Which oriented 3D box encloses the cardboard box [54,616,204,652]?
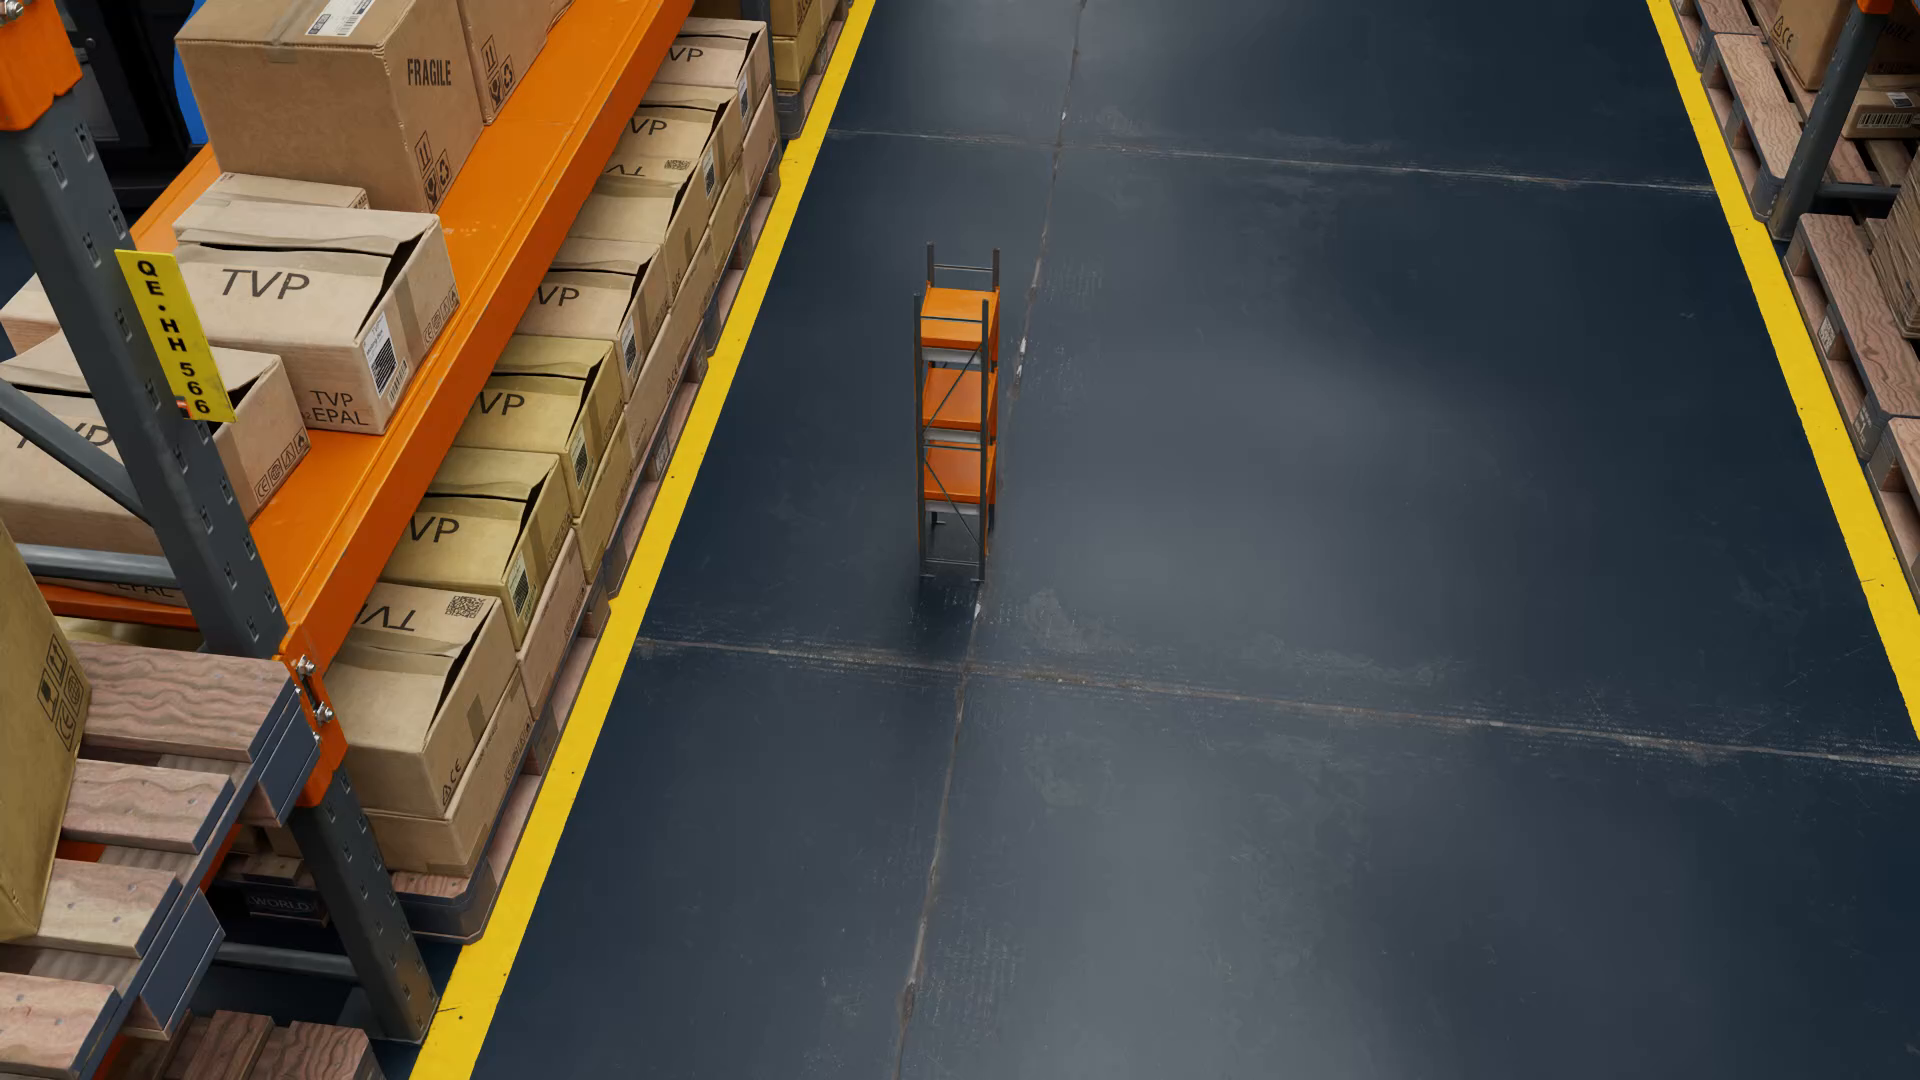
[{"bbox_3d":[-1.947,0.297,4.042,0.500,0.311,0.500,6,44,7],"label":"cardboard box"}]

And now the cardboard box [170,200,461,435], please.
[{"bbox_3d":[-1.462,-0.526,3.689,0.500,0.311,0.500,5,44,5],"label":"cardboard box"}]

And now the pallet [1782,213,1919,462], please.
[{"bbox_3d":[3.566,-0.701,5.837,1.003,0.211,1.213,5,44,6],"label":"pallet"}]

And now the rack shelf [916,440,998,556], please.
[{"bbox_3d":[-0.007,-0.135,5.049,0.215,0.259,0.240,5,44,6],"label":"rack shelf"}]

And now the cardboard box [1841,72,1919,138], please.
[{"bbox_3d":[3.709,-1.743,6.650,0.380,0.166,0.250,0,43,0],"label":"cardboard box"}]

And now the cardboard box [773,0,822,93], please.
[{"bbox_3d":[-0.881,-2.135,7.018,0.500,0.250,0.500,5,44,6],"label":"cardboard box"}]

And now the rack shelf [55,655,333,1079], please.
[{"bbox_3d":[-2.036,1.658,1.841,1.077,0.370,4.000,5,44,6],"label":"rack shelf"}]

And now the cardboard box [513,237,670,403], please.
[{"bbox_3d":[-1.213,-0.711,5.106,0.500,0.311,0.500,5,44,5],"label":"cardboard box"}]

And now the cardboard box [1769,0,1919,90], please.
[{"bbox_3d":[3.765,-2.208,6.898,0.500,0.500,0.500,2,43,2],"label":"cardboard box"}]

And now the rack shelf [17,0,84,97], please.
[{"bbox_3d":[-1.508,-2.157,3.688,1.077,0.370,4.000,5,44,6],"label":"rack shelf"}]

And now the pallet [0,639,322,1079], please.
[{"bbox_3d":[-1.792,0.572,2.604,1.213,0.211,1.003,5,44,6],"label":"pallet"}]

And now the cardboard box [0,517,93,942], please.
[{"bbox_3d":[-1.743,0.284,2.390,0.700,0.500,0.500,-8,44,-9],"label":"cardboard box"}]

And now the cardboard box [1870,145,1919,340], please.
[{"bbox_3d":[3.587,-0.994,5.616,0.700,0.500,0.500,7,44,7],"label":"cardboard box"}]

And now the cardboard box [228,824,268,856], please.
[{"bbox_3d":[-1.944,0.499,4.236,0.500,0.250,0.500,6,44,7],"label":"cardboard box"}]

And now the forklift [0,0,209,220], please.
[{"bbox_3d":[-3.443,-2.692,5.962,3.031,2.935,1.130,-3,44,-3],"label":"forklift"}]

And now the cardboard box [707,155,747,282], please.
[{"bbox_3d":[-1.079,-1.193,6.023,0.500,0.250,0.500,5,44,5],"label":"cardboard box"}]

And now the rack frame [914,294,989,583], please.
[{"bbox_3d":[-0.023,-0.262,4.763,0.200,1.050,0.008,5,44,6],"label":"rack frame"}]

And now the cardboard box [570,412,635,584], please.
[{"bbox_3d":[-1.283,-0.148,4.919,0.500,0.250,0.500,4,44,4],"label":"cardboard box"}]

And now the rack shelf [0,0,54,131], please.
[{"bbox_3d":[-2.036,0.569,0.809,1.077,0.370,4.000,5,44,6],"label":"rack shelf"}]

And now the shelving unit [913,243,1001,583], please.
[{"bbox_3d":[-0.007,-0.345,4.851,0.215,1.050,0.252,5,44,6],"label":"shelving unit"}]

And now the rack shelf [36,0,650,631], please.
[{"bbox_3d":[-1.508,-1.139,4.652,0.919,0.124,3.809,5,44,6],"label":"rack shelf"}]

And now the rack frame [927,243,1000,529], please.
[{"bbox_3d":[0.009,-0.428,4.938,0.200,1.050,0.008,5,44,6],"label":"rack frame"}]

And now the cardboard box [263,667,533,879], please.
[{"bbox_3d":[-1.412,0.549,4.183,0.500,0.250,0.500,5,44,5],"label":"cardboard box"}]

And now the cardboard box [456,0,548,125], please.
[{"bbox_3d":[-1.497,-1.506,4.587,0.500,0.500,0.500,5,44,6],"label":"cardboard box"}]

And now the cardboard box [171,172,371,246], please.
[{"bbox_3d":[-1.659,-0.749,4.042,0.380,0.149,0.250,8,44,9],"label":"cardboard box"}]

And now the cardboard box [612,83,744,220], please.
[{"bbox_3d":[-1.075,-1.393,5.826,0.500,0.311,0.500,6,44,7],"label":"cardboard box"}]

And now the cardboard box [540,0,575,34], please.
[{"bbox_3d":[-1.430,-1.848,4.947,0.500,0.500,0.500,8,44,9],"label":"cardboard box"}]

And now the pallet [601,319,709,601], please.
[{"bbox_3d":[-1.461,-0.340,5.456,1.003,0.211,1.213,5,44,6],"label":"pallet"}]

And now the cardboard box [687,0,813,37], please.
[{"bbox_3d":[-0.871,-2.406,6.759,0.500,0.500,0.500,5,44,6],"label":"cardboard box"}]

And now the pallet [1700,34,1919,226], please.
[{"bbox_3d":[3.721,-1.693,6.885,1.003,0.211,1.213,5,44,6],"label":"pallet"}]

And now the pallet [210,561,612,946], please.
[{"bbox_3d":[-1.624,0.489,4.580,1.003,0.211,1.213,5,44,6],"label":"pallet"}]

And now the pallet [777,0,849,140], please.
[{"bbox_3d":[-1.096,-2.218,7.439,1.003,0.211,1.213,5,44,6],"label":"pallet"}]

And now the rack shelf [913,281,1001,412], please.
[{"bbox_3d":[-0.007,-0.543,4.663,0.215,0.259,0.240,5,44,6],"label":"rack shelf"}]

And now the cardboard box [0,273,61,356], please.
[{"bbox_3d":[-1.927,-0.513,3.793,0.380,0.149,0.250,5,44,6],"label":"cardboard box"}]

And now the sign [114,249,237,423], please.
[{"bbox_3d":[-1.233,-0.315,2.617,0.100,0.325,0.005,5,44,6],"label":"sign"}]

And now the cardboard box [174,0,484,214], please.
[{"bbox_3d":[-1.566,-1.148,4.208,0.500,0.500,0.500,3,44,3],"label":"cardboard box"}]

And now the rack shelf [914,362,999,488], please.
[{"bbox_3d":[-0.007,-0.337,4.858,0.215,0.259,0.240,5,44,6],"label":"rack shelf"}]

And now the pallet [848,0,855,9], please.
[{"bbox_3d":[-0.938,-3.052,8.320,1.003,0.211,1.213,5,44,6],"label":"pallet"}]

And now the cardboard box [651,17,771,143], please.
[{"bbox_3d":[-1.012,-1.748,6.201,0.500,0.311,0.500,5,44,6],"label":"cardboard box"}]

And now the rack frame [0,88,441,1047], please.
[{"bbox_3d":[-1.772,0.034,3.033,1.000,3.000,0.127,5,44,6],"label":"rack frame"}]

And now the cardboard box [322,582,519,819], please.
[{"bbox_3d":[-1.412,0.346,3.990,0.500,0.311,0.500,7,44,7],"label":"cardboard box"}]

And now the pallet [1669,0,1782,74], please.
[{"bbox_3d":[3.880,-2.527,7.765,1.003,0.211,1.213,5,44,6],"label":"pallet"}]

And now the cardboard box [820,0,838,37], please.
[{"bbox_3d":[-0.810,-2.475,7.377,0.500,0.250,0.500,5,44,6],"label":"cardboard box"}]

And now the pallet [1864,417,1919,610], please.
[{"bbox_3d":[3.407,0.132,4.957,1.003,0.211,1.213,5,44,6],"label":"pallet"}]

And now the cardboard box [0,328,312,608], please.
[{"bbox_3d":[-1.681,-0.178,3.321,0.500,0.311,0.500,8,44,8],"label":"cardboard box"}]

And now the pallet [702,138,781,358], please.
[{"bbox_3d":[-1.302,-1.174,6.337,1.003,0.211,1.213,5,44,6],"label":"pallet"}]

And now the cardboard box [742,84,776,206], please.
[{"bbox_3d":[-1.011,-1.538,6.387,0.500,0.250,0.500,5,44,5],"label":"cardboard box"}]
